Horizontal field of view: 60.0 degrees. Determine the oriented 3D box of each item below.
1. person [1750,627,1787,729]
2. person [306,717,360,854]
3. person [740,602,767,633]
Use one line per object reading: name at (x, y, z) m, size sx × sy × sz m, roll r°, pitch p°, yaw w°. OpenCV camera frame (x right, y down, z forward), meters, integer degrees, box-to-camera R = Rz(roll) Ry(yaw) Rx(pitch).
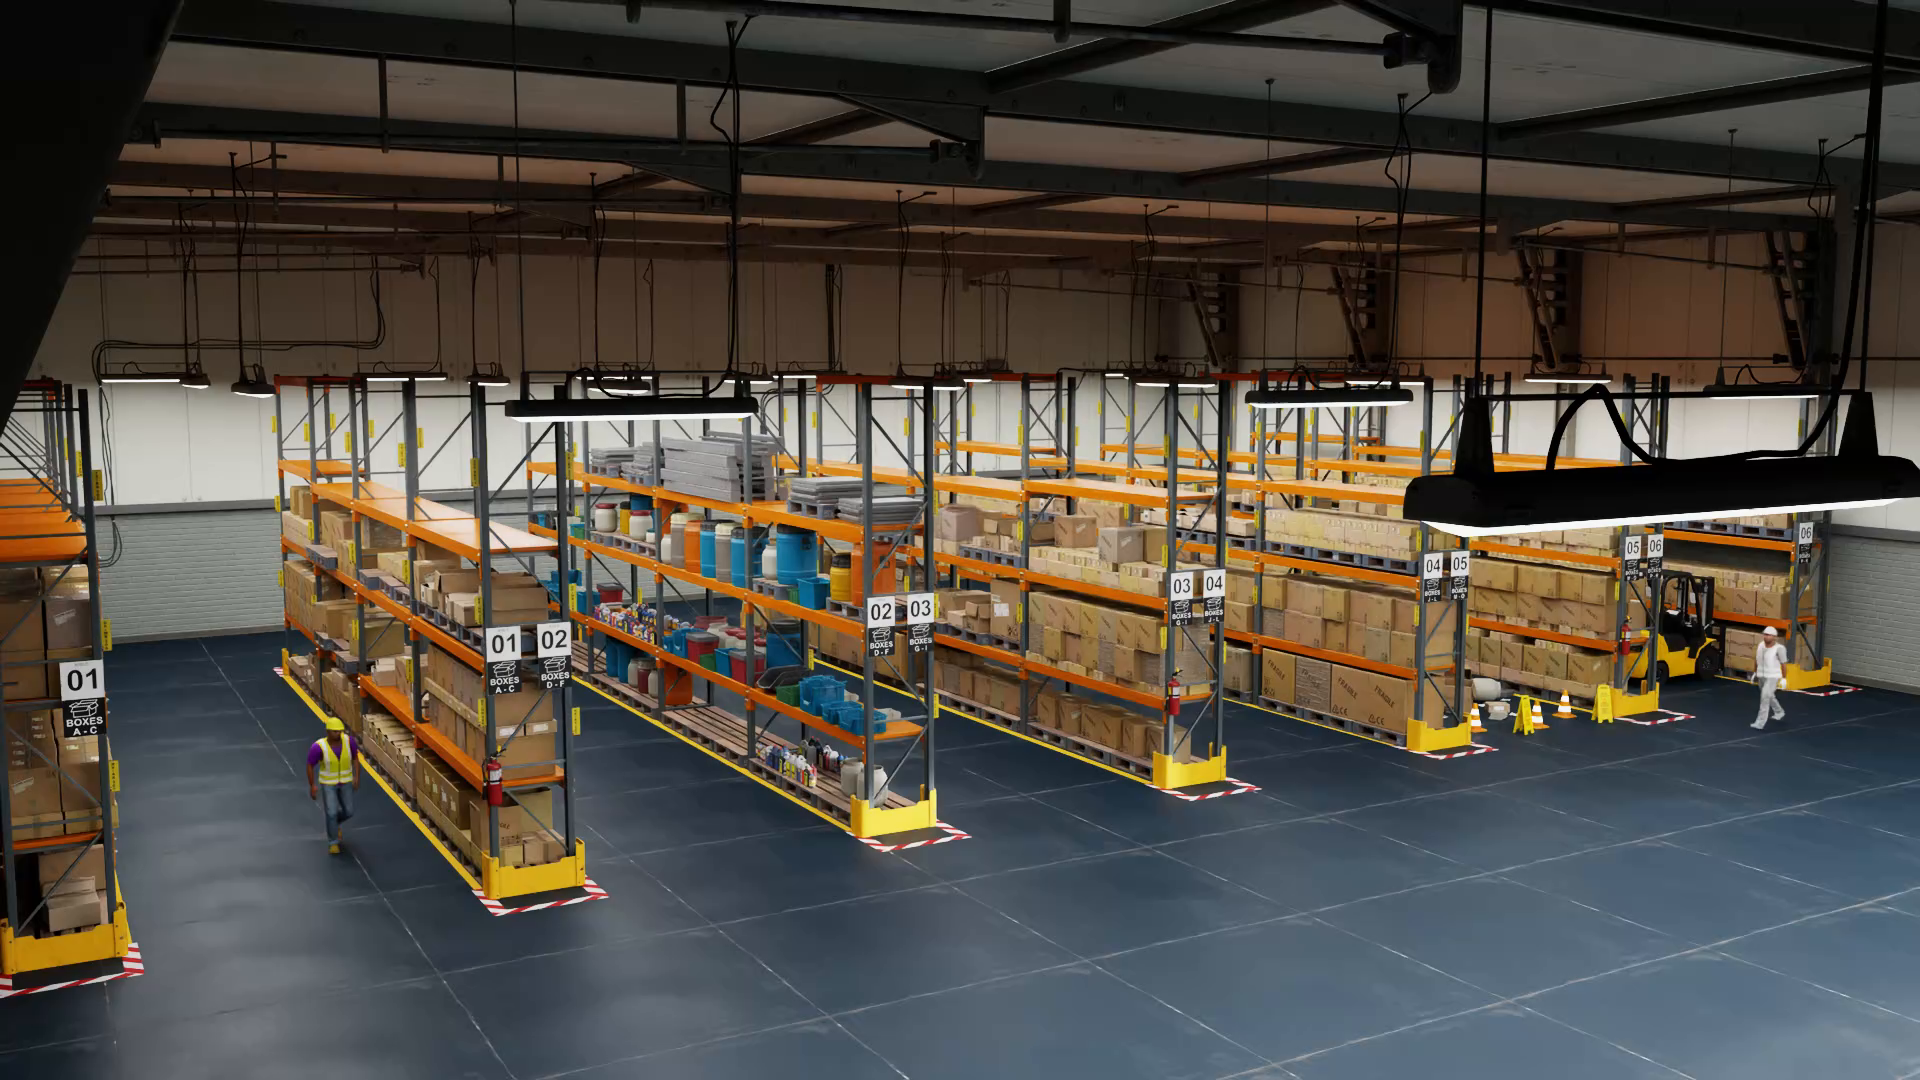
person at (13.888, 2.346, 28.508) m, size 1.065 × 1.745 × 0.558 m, roll -3°, pitch 7°, yaw -28°
person at (-8.098, 3.127, 21.472) m, size 0.658 × 1.745 × 0.655 m, roll -5°, pitch 8°, yaw -39°
person at (-4.243, 1.754, 34.388) m, size 0.505 × 1.603 × 1.052 m, roll -4°, pitch 7°, yaw -29°
